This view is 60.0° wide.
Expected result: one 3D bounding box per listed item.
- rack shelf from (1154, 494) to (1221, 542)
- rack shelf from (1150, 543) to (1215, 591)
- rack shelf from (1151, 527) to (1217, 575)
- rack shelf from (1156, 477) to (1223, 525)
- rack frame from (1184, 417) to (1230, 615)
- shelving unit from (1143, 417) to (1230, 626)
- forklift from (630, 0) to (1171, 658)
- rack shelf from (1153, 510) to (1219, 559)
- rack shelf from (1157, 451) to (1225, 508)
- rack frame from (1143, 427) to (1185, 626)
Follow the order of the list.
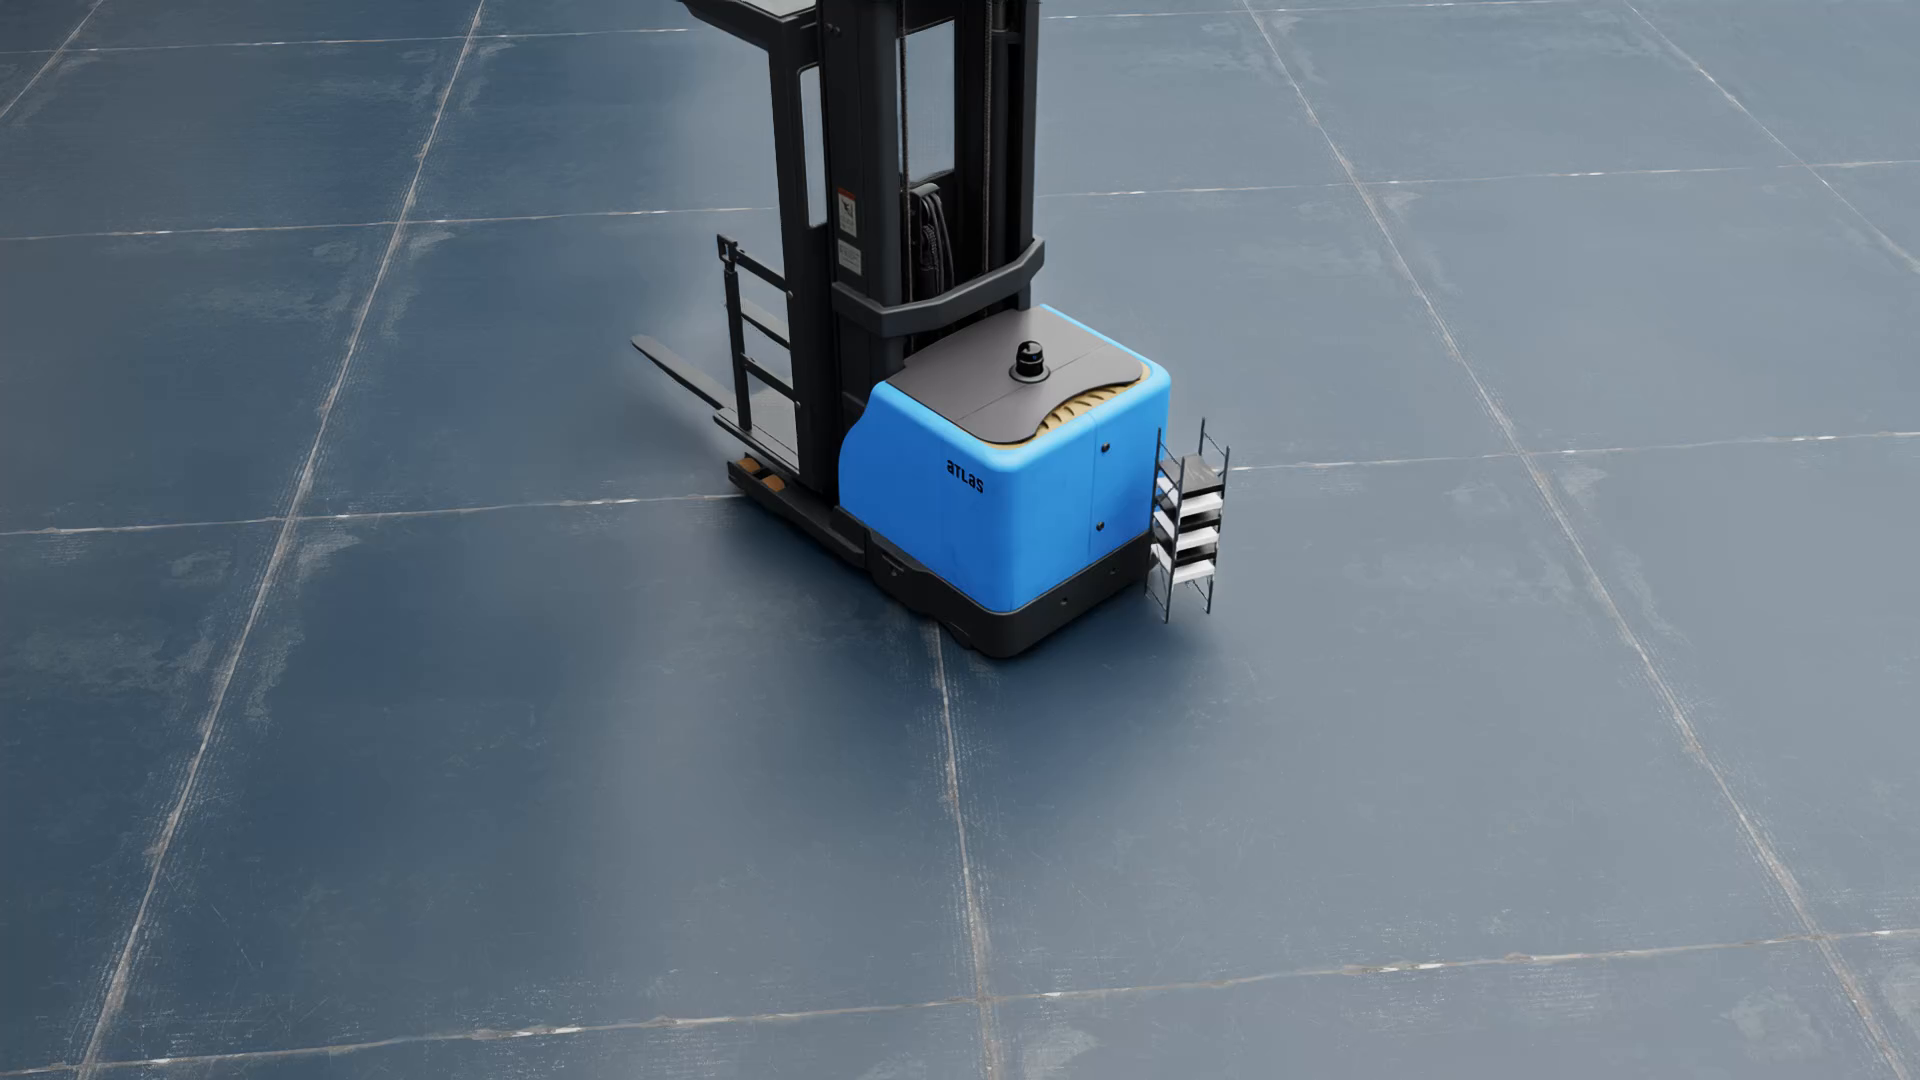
[{"bbox_3d":[0.961,-0.114,7.077,0.200,0.077,0.258,-13,40,-16],"label":"rack shelf"},{"bbox_3d":[0.961,0.098,7.244,0.200,0.077,0.258,-13,40,-16],"label":"rack shelf"},{"bbox_3d":[0.961,0.027,7.188,0.200,0.077,0.258,-13,40,-16],"label":"rack shelf"},{"bbox_3d":[0.961,-0.185,7.021,0.200,0.077,0.258,-13,40,-16],"label":"rack shelf"},{"bbox_3d":[1.056,-0.092,7.140,0.006,0.900,0.240,-13,40,-16],"label":"rack frame"},{"bbox_3d":[0.961,-0.070,7.112,0.210,0.900,0.258,-13,40,-16],"label":"shelving unit"},{"bbox_3d":[-0.467,-1.482,7.262,1.130,2.935,3.031,-30,47,-32],"label":"forklift"},{"bbox_3d":[0.961,-0.043,7.132,0.200,0.077,0.258,-13,40,-16],"label":"rack shelf"},{"bbox_3d":[0.961,-0.255,6.965,0.200,0.077,0.258,-13,40,-16],"label":"rack shelf"},{"bbox_3d":[0.866,-0.047,7.083,0.006,0.900,0.240,-13,40,-16],"label":"rack frame"}]
